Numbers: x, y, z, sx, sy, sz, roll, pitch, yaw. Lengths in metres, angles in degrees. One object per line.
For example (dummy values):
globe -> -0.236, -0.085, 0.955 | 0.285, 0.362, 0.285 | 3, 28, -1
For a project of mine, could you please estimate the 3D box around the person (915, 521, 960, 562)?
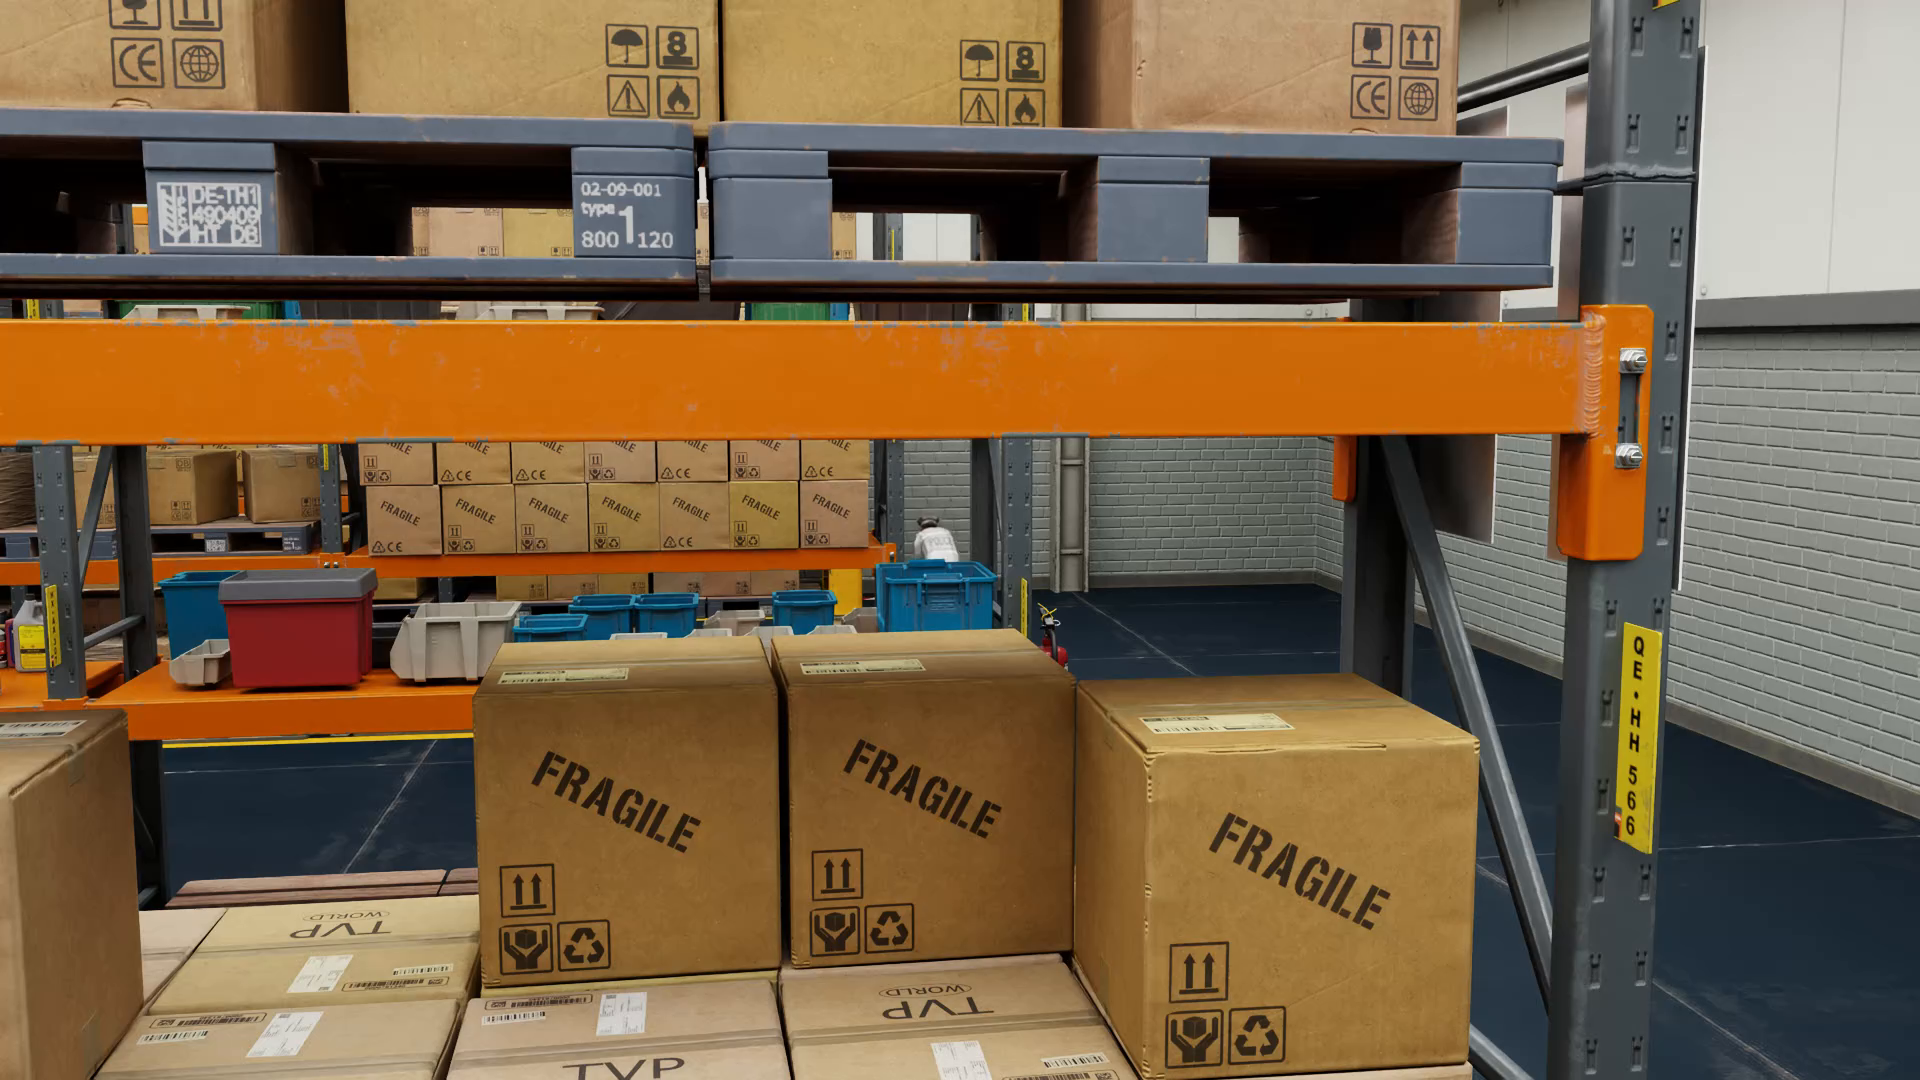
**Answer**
person -> -0.256, 0.168, 17.820 | 0.446, 0.762, 0.871 | -1, 7, -10
